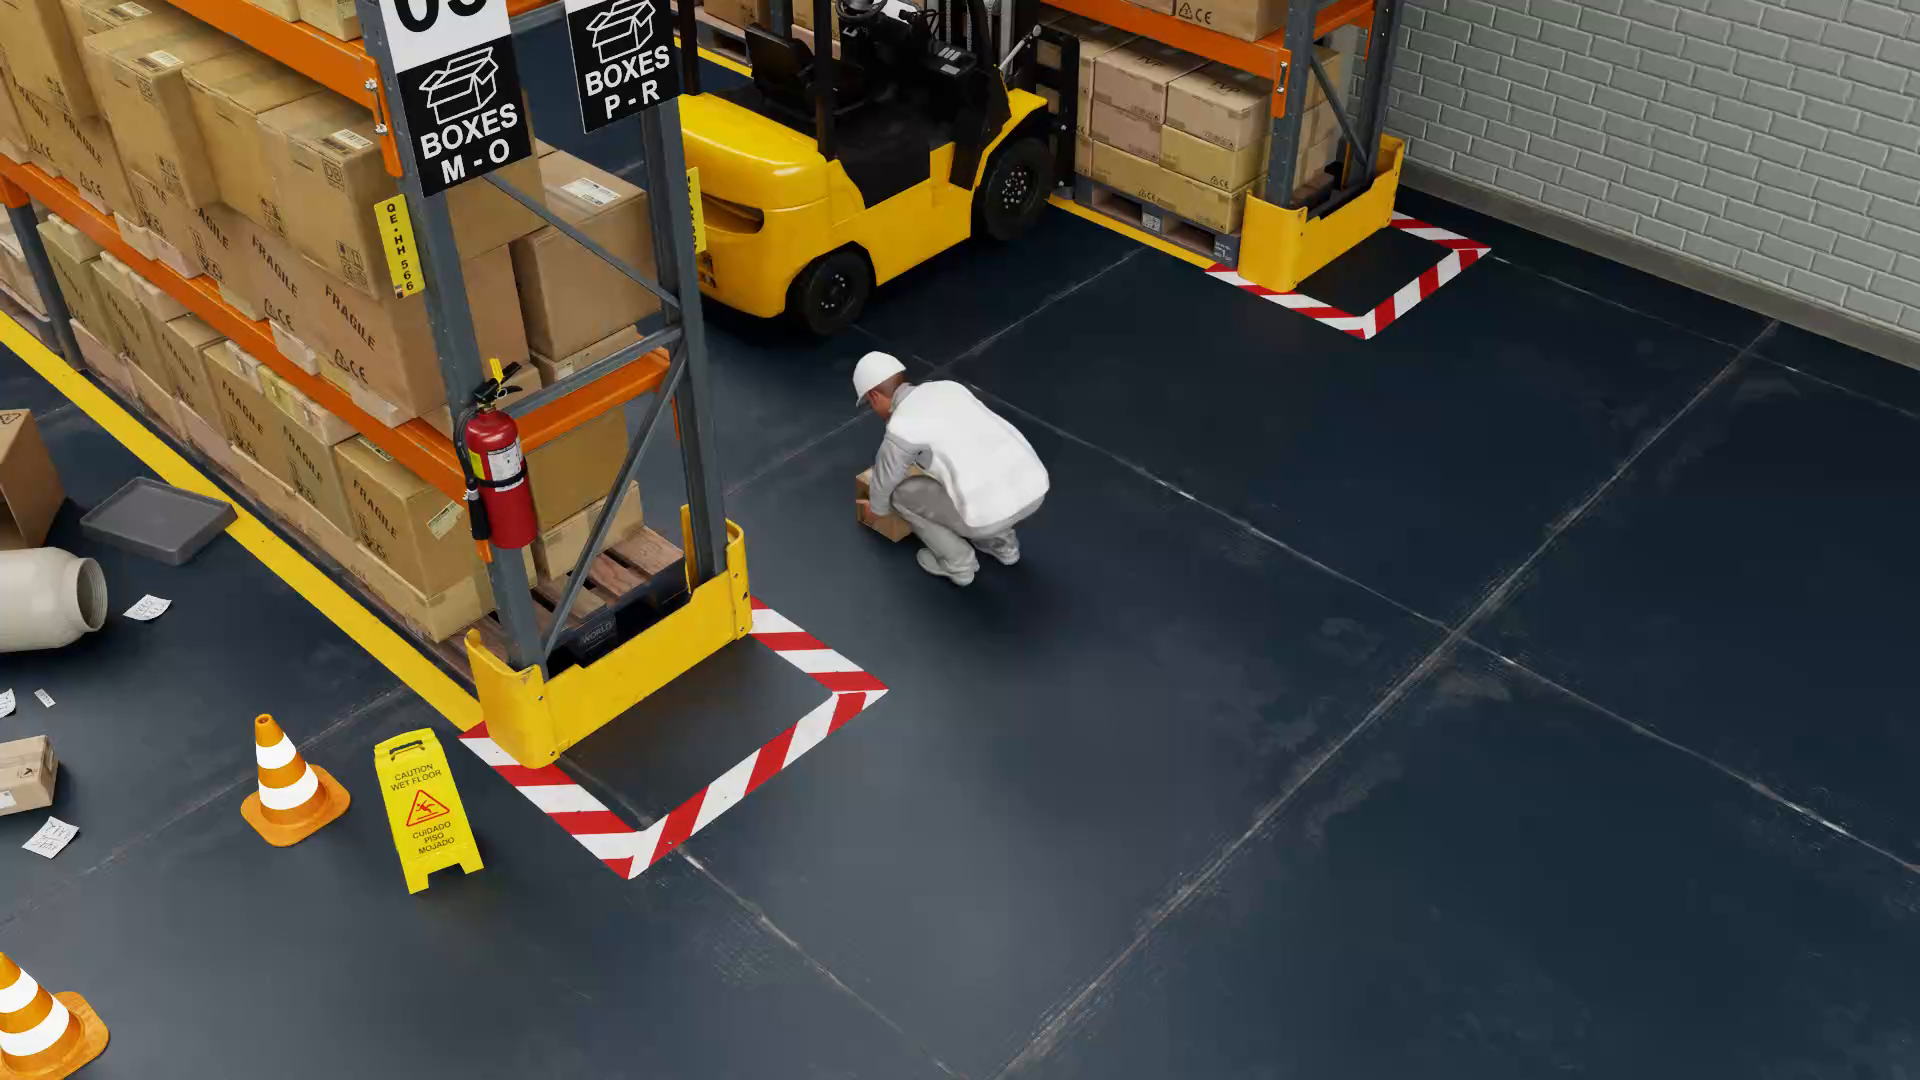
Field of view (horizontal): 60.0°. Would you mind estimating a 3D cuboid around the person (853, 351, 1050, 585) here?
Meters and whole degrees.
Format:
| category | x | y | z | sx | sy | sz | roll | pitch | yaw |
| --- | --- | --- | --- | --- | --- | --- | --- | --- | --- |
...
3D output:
| category | x | y | z | sx | sy | sz | roll | pitch | yaw |
| --- | --- | --- | --- | --- | --- | --- | --- | --- | --- |
| person | -0.063 | -0.304 | 7.193 | 0.913 | 0.916 | 0.536 | 30 | 48 | 32 |
